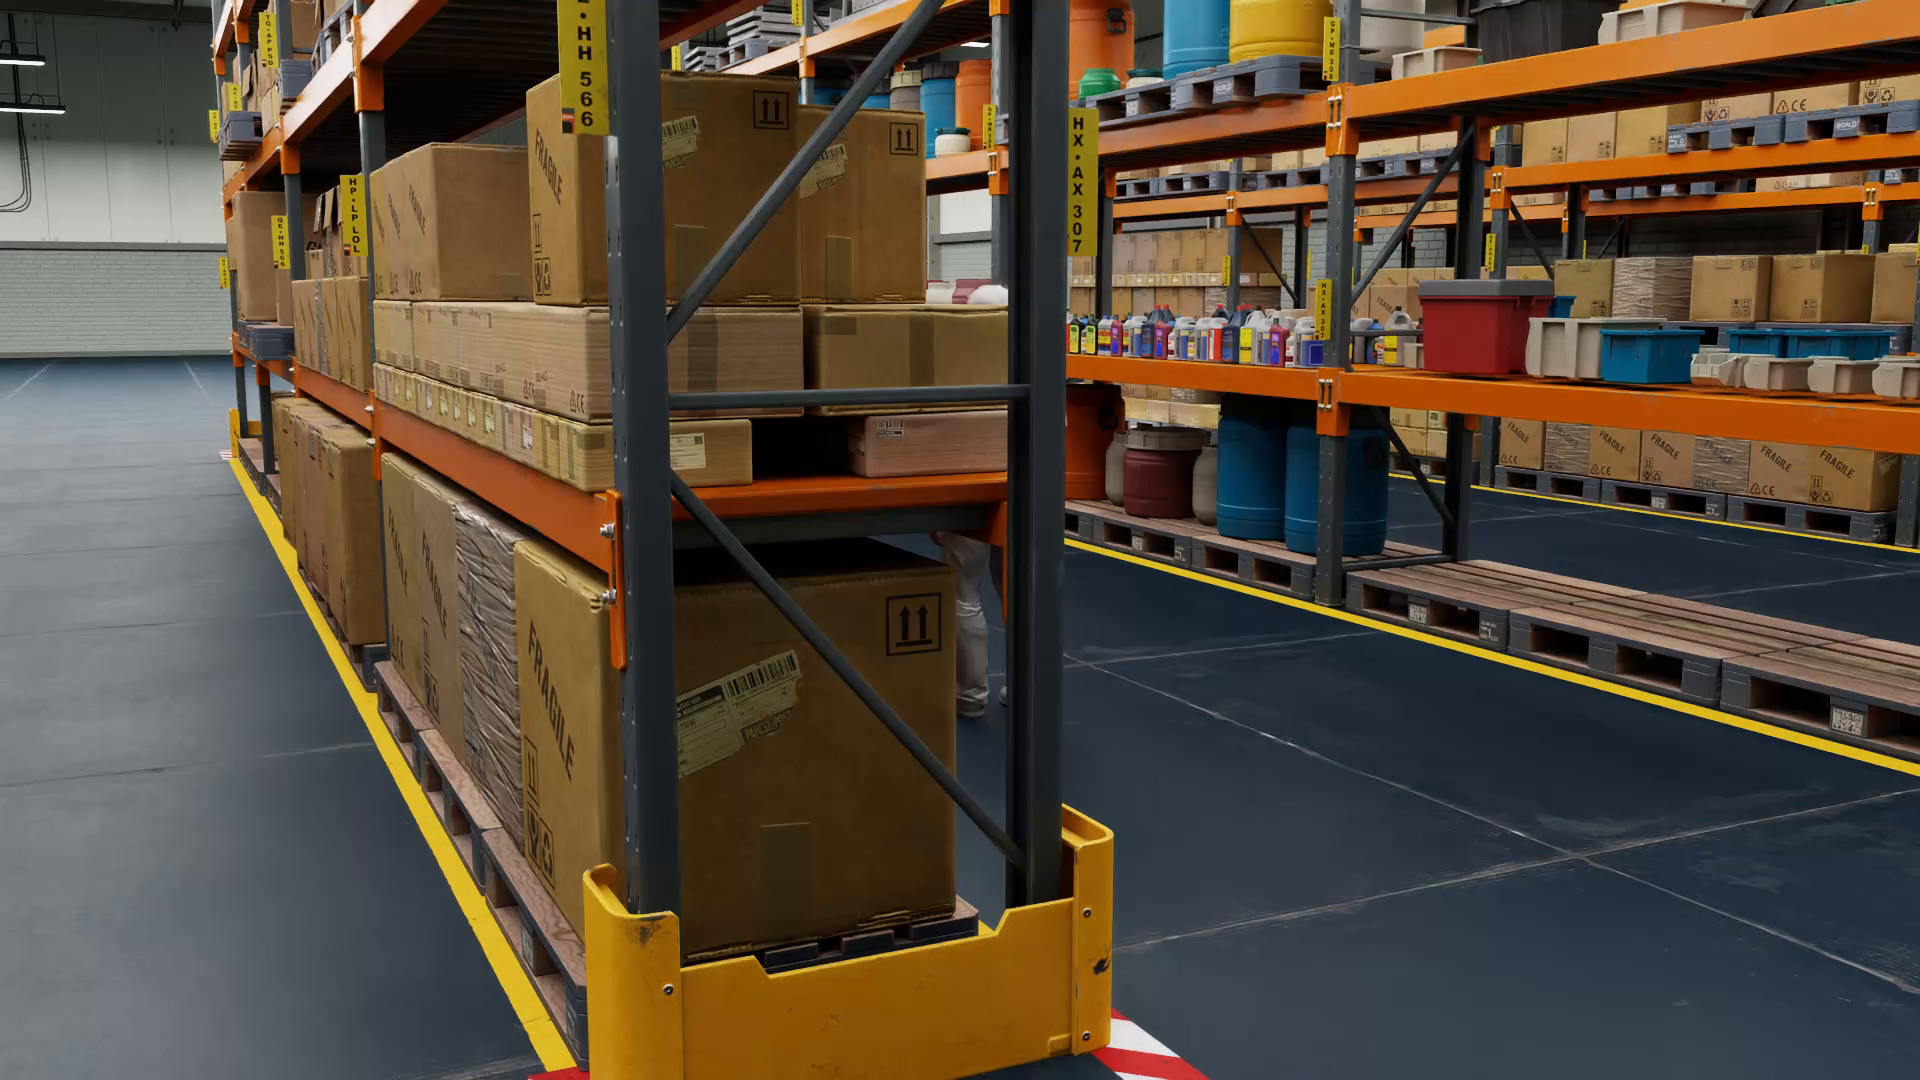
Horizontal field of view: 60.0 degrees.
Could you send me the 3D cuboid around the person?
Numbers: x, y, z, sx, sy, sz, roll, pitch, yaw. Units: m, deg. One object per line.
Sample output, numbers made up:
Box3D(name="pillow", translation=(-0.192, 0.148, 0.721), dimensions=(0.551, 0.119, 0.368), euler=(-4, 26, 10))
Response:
Box3D(name="person", translation=(0.114, -0.156, 6.832), dimensions=(0.563, 1.761, 0.375), euler=(-4, 9, -25))
